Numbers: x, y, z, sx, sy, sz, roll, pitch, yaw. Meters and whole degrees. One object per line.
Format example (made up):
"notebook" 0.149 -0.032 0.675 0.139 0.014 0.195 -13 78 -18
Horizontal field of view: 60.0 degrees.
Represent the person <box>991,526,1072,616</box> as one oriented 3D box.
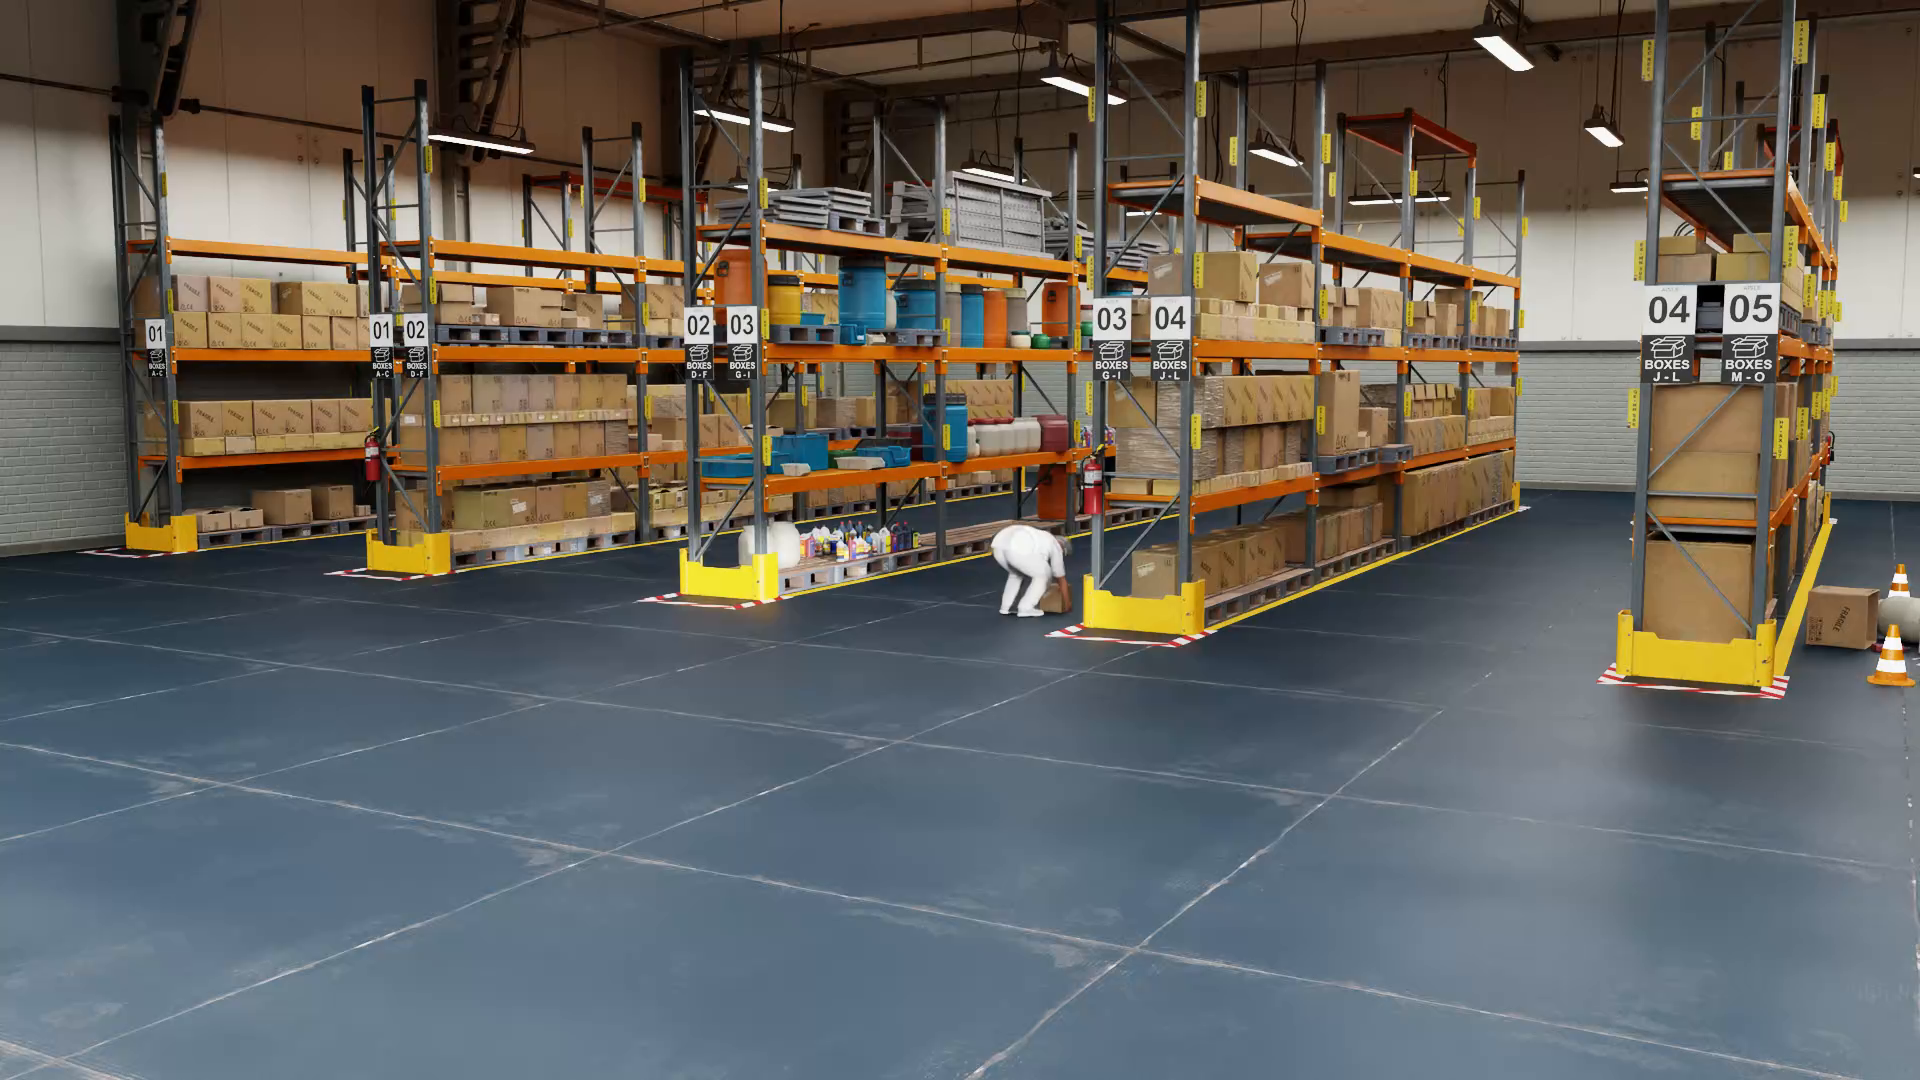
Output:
"person" 0.766 0.302 17.230 1.023 0.928 0.544 -5 8 -43
